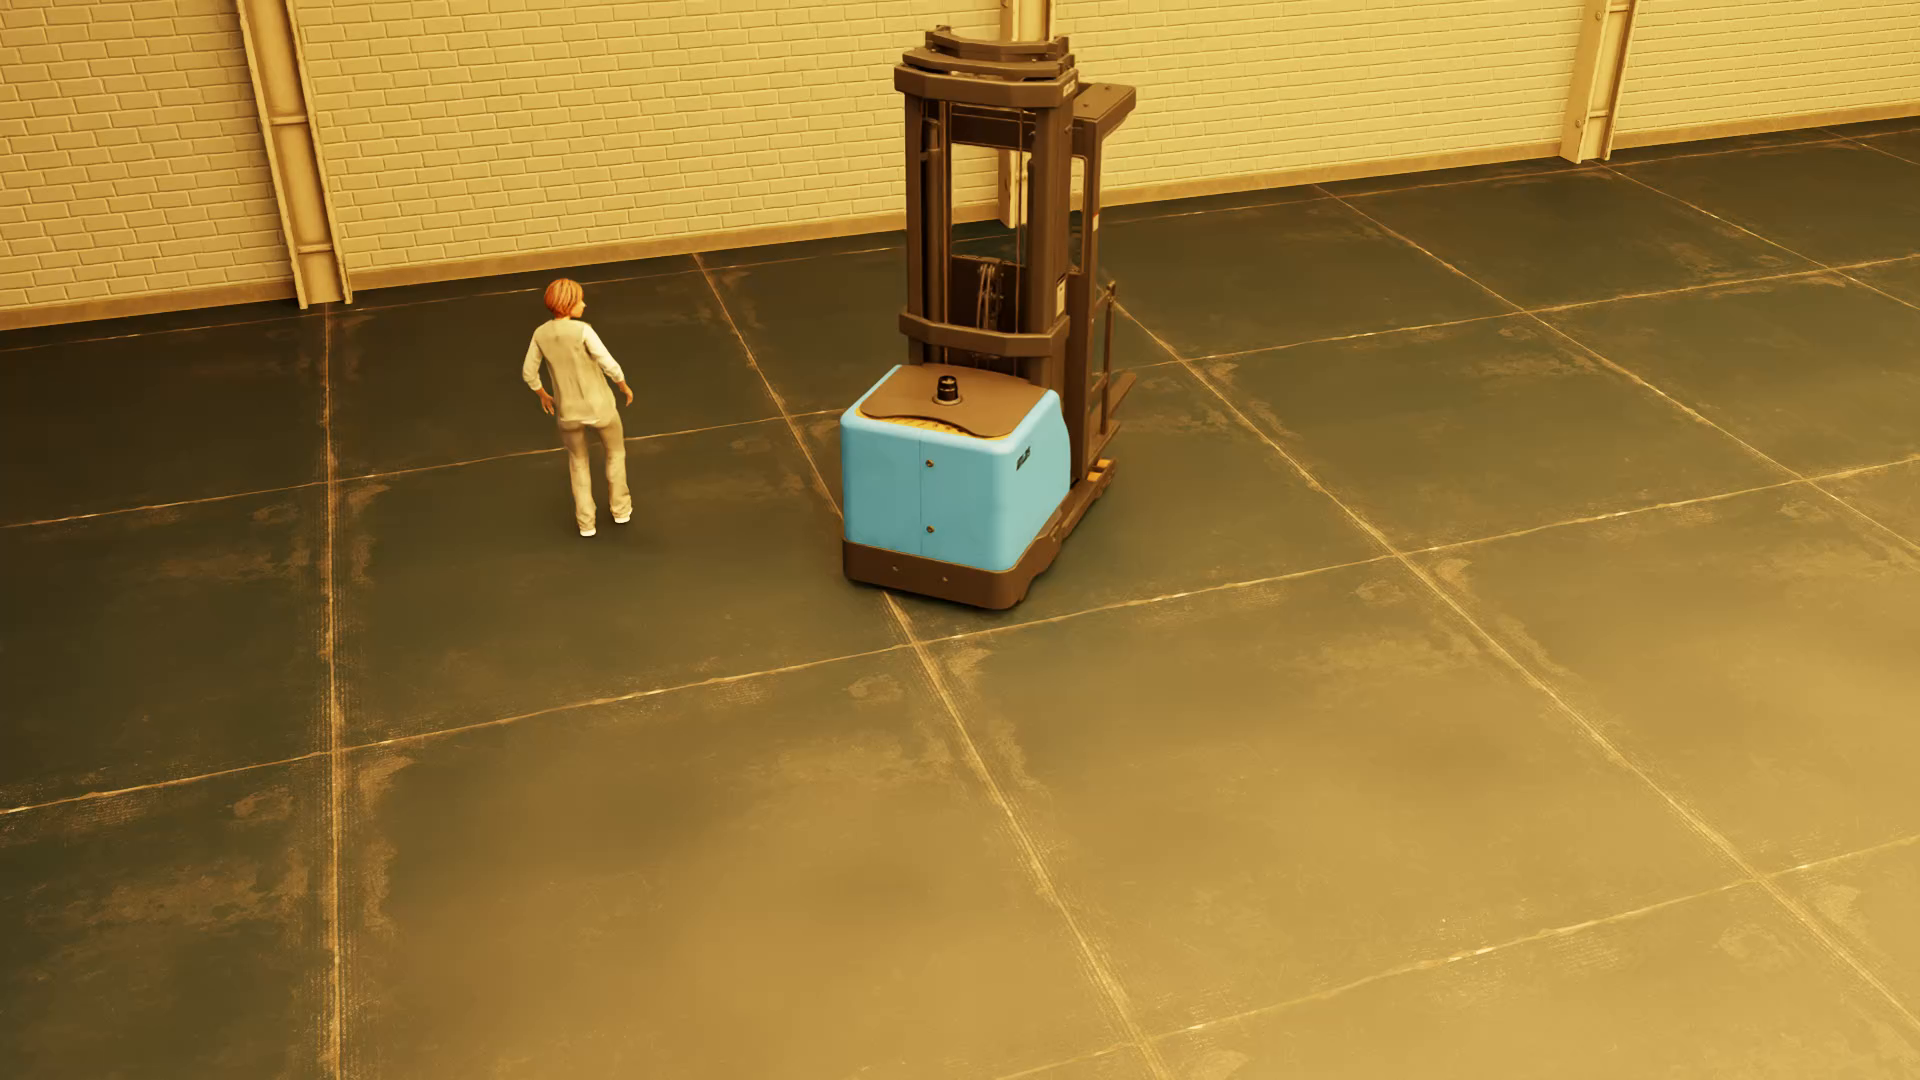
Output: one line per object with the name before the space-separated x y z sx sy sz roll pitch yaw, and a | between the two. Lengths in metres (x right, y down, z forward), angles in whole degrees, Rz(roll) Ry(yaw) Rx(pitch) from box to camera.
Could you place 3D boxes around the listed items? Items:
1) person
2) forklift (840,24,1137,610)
person | -2.239 -0.787 9.827 0.608 1.573 0.447 1 30 2
forklift | 0.351 -1.603 9.873 1.130 2.935 3.031 11 32 19
